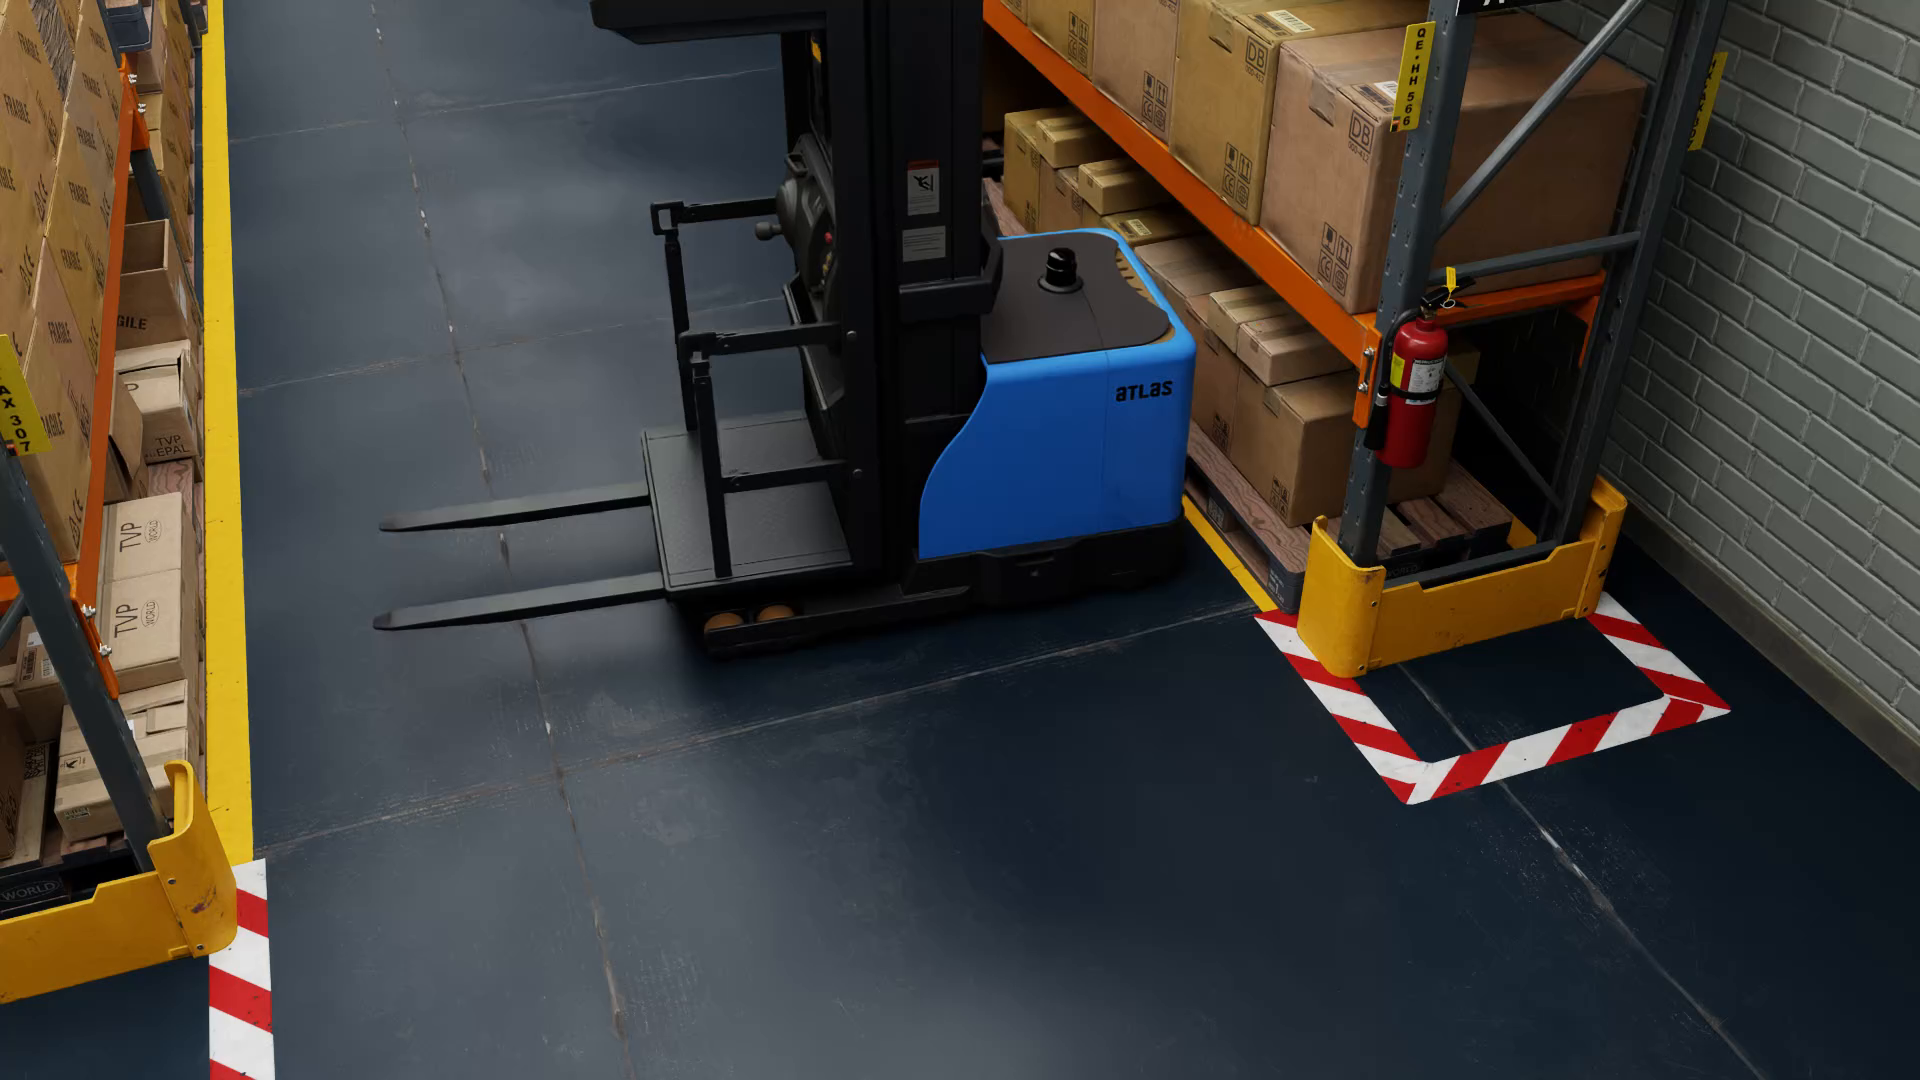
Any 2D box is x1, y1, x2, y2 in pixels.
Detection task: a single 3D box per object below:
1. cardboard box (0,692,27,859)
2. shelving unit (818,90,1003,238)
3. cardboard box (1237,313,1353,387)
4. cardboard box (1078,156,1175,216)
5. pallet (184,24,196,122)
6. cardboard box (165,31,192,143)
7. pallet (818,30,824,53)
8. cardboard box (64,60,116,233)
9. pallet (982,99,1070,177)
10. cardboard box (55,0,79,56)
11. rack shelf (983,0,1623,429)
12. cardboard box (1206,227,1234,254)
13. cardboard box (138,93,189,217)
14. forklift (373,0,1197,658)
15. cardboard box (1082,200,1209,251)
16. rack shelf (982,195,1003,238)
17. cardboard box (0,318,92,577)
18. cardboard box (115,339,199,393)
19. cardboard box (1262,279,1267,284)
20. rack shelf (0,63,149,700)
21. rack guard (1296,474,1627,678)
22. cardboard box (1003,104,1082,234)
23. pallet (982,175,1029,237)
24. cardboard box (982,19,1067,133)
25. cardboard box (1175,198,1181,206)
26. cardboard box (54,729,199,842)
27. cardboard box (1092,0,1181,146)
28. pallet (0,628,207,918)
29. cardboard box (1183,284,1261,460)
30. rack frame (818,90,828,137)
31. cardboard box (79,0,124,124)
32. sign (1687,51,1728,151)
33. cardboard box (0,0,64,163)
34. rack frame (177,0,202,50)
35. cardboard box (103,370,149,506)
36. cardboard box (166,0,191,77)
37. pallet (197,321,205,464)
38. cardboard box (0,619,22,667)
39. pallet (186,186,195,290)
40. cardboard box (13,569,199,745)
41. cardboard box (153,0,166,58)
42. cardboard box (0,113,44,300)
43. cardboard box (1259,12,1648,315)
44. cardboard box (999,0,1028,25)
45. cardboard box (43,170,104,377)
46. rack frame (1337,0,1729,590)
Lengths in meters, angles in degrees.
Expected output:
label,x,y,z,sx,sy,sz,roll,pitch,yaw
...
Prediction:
label,x,y,z,sx,sy,sz,roll,pitch,yaw
cardboard box,-3.215,0.682,5.063,0.500,0.500,0.500,-12,39,-16
shelving unit,-0.307,-1.901,7.534,0.431,2.100,0.503,-16,9,31
cardboard box,1.304,-0.750,6.442,0.380,0.149,0.250,-13,39,-16
cardboard box,0.765,-1.630,7.611,0.380,0.149,0.250,-14,39,-17
pallet,-5.328,-2.860,10.372,1.003,0.211,1.213,-12,39,-16
cardboard box,-4.643,-2.514,9.306,0.500,0.500,0.500,-14,39,-18
pallet,-0.283,-3.169,10.781,1.003,0.211,1.213,-12,39,-16
cardboard box,-3.402,-1.374,5.998,0.500,0.500,0.500,-12,39,-15
pallet,0.141,-2.478,9.865,1.003,0.211,1.213,-12,39,-16
cardboard box,-3.577,-2.062,6.081,0.500,0.500,0.500,-13,39,-17
rack shelf,1.165,-1.755,7.184,1.077,0.370,4.000,-12,39,-16
cardboard box,1.312,-1.402,7.307,0.380,0.149,0.250,-12,39,-15
cardboard box,-4.304,-1.944,8.550,0.500,0.500,0.500,-12,39,-15
forklift,-0.710,-1.085,5.755,3.031,2.935,1.130,-8,38,-11
cardboard box,0.983,-1.322,7.741,0.700,0.500,0.500,-12,39,-15
rack shelf,-0.056,-1.239,7.624,0.431,0.518,0.480,-16,9,31
cardboard box,-2.701,-0.230,4.479,0.500,0.500,0.500,-12,39,-15
cardboard box,-3.525,-0.718,7.215,0.380,0.149,0.250,-12,39,-16
cardboard box,1.489,-1.113,6.925,0.380,0.149,0.250,-12,39,-16
rack shelf,-3.484,-0.727,5.820,1.077,0.370,4.000,-12,39,-16
rack guard,1.862,0.100,6.202,1.175,0.500,0.348,-12,39,-16
cardboard box,0.638,-1.897,8.504,0.700,0.500,0.500,-12,39,-15
pallet,0.665,-1.612,8.715,1.003,0.211,1.213,-12,39,-16
cardboard box,0.131,-2.821,9.440,0.750,0.750,0.750,-12,39,-15
cardboard box,1.135,-1.691,7.691,0.380,0.149,0.250,-12,39,-15
cardboard box,-2.618,0.771,5.237,0.380,0.149,0.250,-12,39,-16
cardboard box,1.154,-2.159,6.874,0.980,0.700,0.700,-14,39,-18
pallet,-3.098,0.736,5.597,1.003,0.211,1.213,-12,39,-16
cardboard box,1.347,-0.739,6.966,0.700,0.500,0.500,-13,39,-16
rack frame,-0.416,-1.831,7.327,0.400,2.100,0.015,-16,9,31
cardboard box,-3.760,-1.955,6.769,0.500,0.500,0.500,-12,39,-15
sign,2.377,-1.401,5.332,0.100,0.325,0.005,-12,39,-16
cardboard box,-3.232,-1.493,5.325,0.500,0.500,0.500,-13,39,-16
rack frame,-5.549,-4.404,10.103,1.000,3.000,0.127,-12,39,-16
cardboard box,-3.521,-0.262,6.314,0.797,0.503,0.637,-12,39,-16
cardboard box,-5.007,-3.101,10.086,0.500,0.500,0.500,-11,38,-14
pallet,-3.937,-0.642,7.427,1.003,0.211,1.213,-12,39,-16
cardboard box,-3.513,0.239,5.859,0.500,0.250,0.500,-12,39,-16
pallet,-4.488,-1.482,8.542,1.003,0.211,1.213,-12,39,-16
cardboard box,-2.889,0.390,5.659,0.500,0.250,0.500,-12,39,-16
cardboard box,-4.628,-2.793,9.053,0.500,0.250,0.500,-13,39,-17
cardboard box,-2.888,-0.923,4.568,0.500,0.500,0.500,-12,39,-15
cardboard box,1.669,-1.318,5.757,0.980,0.700,0.700,-11,38,-14
cardboard box,0.648,-2.982,7.966,0.980,0.700,0.700,-12,39,-15
cardboard box,-3.054,-0.804,5.241,0.500,0.500,0.500,-13,39,-16
rack frame,1.854,-0.912,5.468,1.000,3.000,0.127,-12,39,-16
